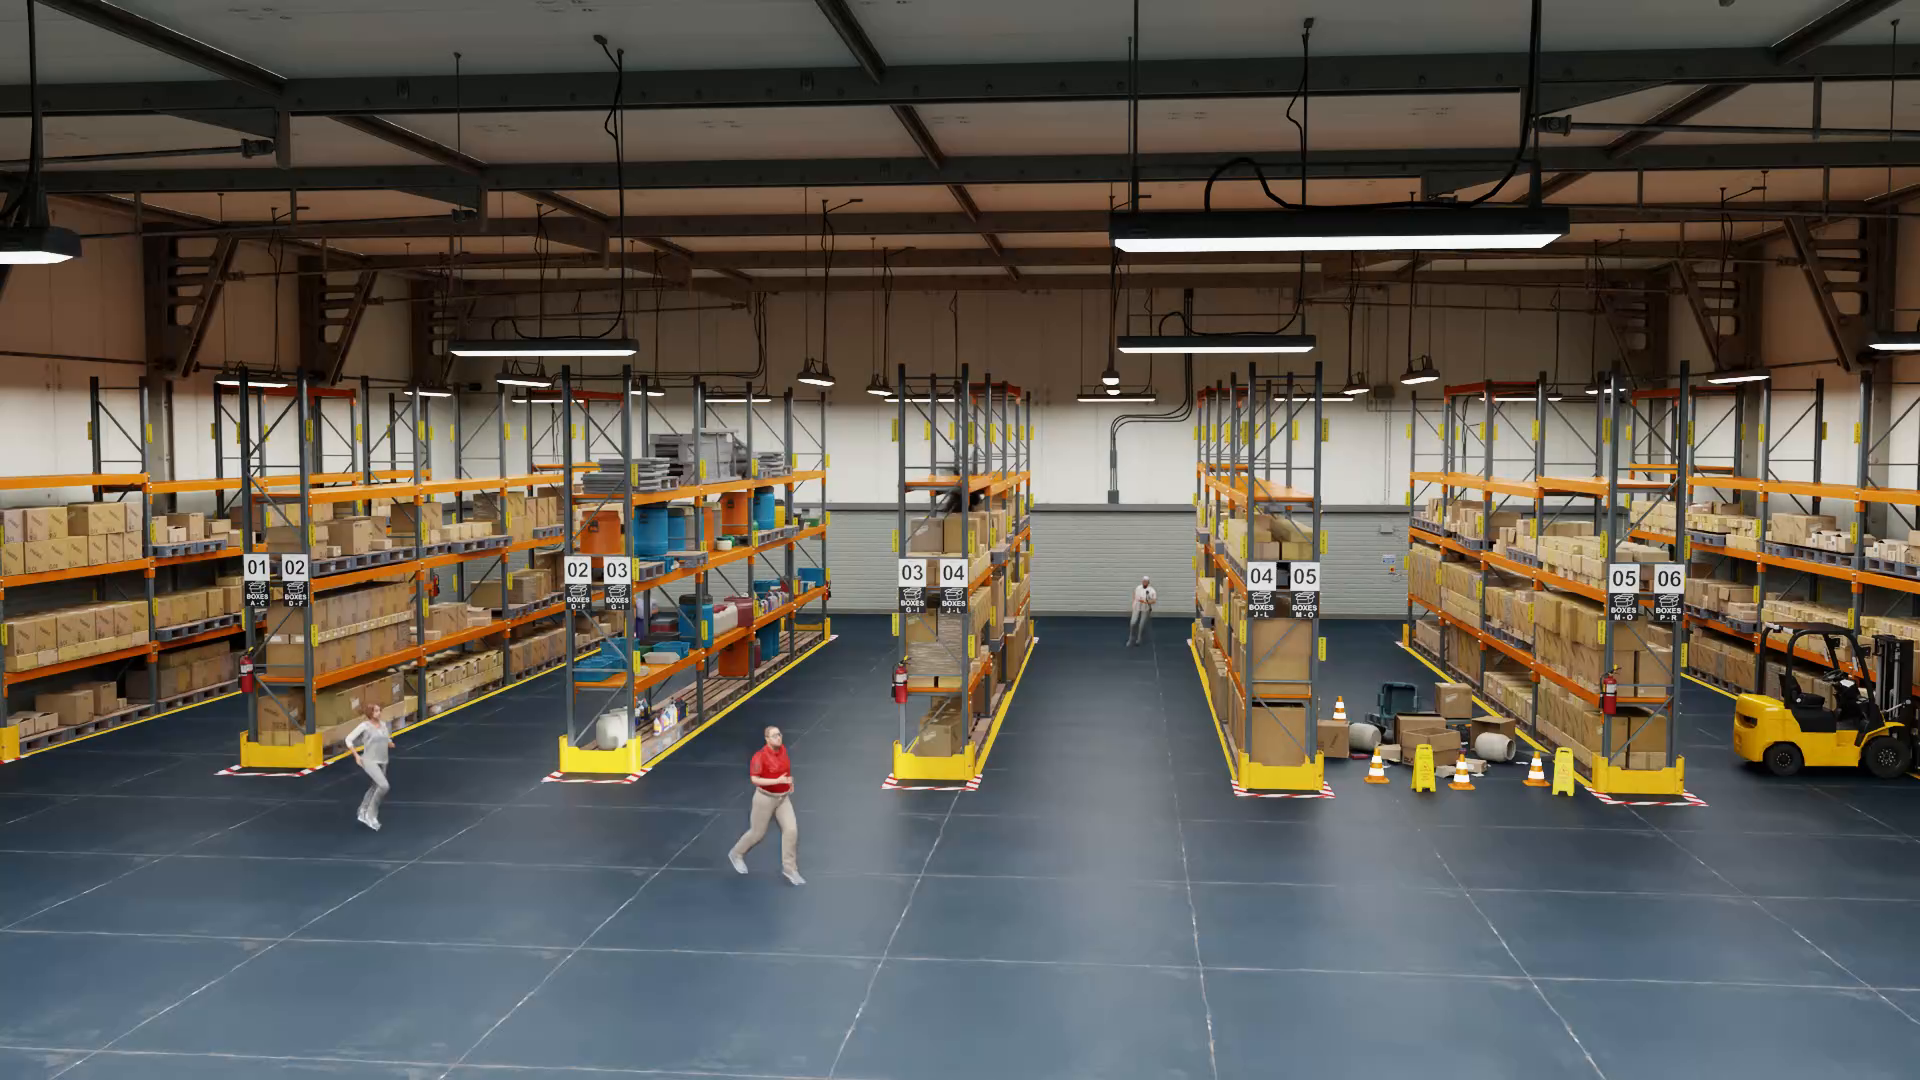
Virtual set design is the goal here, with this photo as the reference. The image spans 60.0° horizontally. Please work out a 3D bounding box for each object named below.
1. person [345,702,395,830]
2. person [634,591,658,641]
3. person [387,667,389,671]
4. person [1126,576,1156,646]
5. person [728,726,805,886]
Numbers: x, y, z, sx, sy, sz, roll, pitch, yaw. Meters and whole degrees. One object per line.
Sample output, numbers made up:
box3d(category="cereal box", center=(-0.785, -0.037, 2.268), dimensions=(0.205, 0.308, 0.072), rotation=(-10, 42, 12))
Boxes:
box3d(category="person", center=(-7.396, 2.852, 21.015), dimensions=(0.672, 1.604, 0.504), rotation=(2, 4, 23))
box3d(category="person", center=(-6.856, 1.865, 36.199), dimensions=(0.582, 1.695, 0.758), rotation=(0, 4, -6))
box3d(category="person", center=(-11.301, 2.057, 32.597), dimensions=(0.578, 1.660, 0.870), rotation=(0, 4, -1))
box3d(category="person", center=(4.297, 1.682, 39.228), dimensions=(0.681, 1.688, 0.667), rotation=(1, 4, 18))
box3d(category="person", center=(-2.144, 2.952, 18.626), dimensions=(0.955, 1.768, 0.672), rotation=(3, 5, 40))
